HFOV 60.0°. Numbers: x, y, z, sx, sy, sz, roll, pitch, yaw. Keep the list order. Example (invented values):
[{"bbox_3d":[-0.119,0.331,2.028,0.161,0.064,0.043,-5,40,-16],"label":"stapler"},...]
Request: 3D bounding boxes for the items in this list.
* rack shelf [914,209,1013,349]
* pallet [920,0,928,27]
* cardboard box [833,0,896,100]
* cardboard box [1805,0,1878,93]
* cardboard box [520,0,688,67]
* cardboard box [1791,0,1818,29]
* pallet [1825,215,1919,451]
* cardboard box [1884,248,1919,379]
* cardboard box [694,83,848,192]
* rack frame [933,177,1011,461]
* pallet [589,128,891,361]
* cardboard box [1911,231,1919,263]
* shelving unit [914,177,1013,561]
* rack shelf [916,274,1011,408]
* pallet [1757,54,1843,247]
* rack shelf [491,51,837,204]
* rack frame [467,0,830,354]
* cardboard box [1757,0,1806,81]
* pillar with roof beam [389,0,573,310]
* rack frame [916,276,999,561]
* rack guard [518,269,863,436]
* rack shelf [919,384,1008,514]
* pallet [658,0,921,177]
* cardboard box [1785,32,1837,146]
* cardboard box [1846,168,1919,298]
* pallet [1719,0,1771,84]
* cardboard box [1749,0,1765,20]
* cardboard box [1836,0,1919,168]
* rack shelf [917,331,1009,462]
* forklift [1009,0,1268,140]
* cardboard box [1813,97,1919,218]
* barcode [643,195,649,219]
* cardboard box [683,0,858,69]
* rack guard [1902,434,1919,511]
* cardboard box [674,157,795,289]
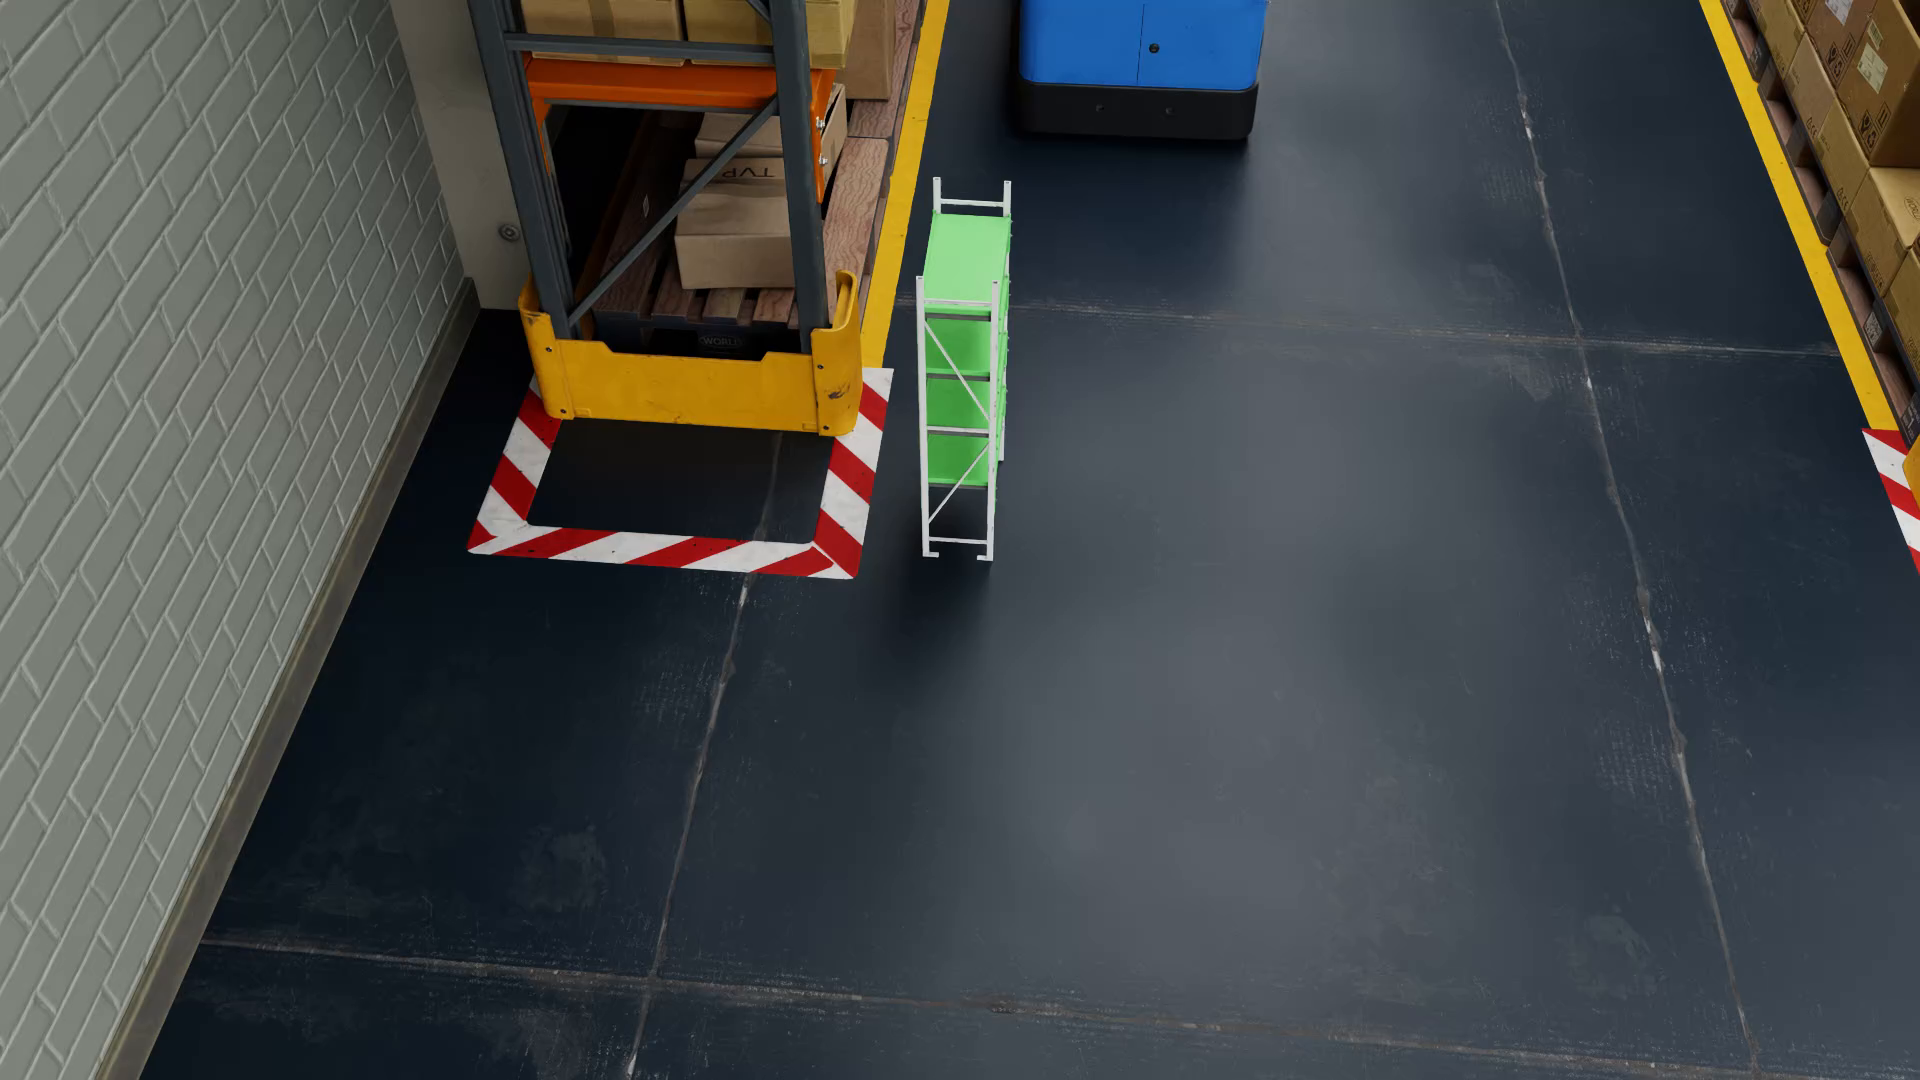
[{"bbox_3d":[0.015,-0.807,5.111,0.258,0.148,0.480,4,48,4],"label":"rack shelf"},{"bbox_3d":[-0.628,-3.001,8.352,1.003,0.211,1.213,4,48,4],"label":"pallet"},{"bbox_3d":[-0.645,-2.260,7.181,0.700,0.500,0.500,1,48,1],"label":"cardboard box"},{"bbox_3d":[3.843,-2.152,6.756,0.500,0.500,0.500,4,48,4],"label":"cardboard box"},{"bbox_3d":[-1.117,-1.811,5.462,0.500,0.250,0.500,4,48,4],"label":"cardboard box"},{"bbox_3d":[3.887,-2.520,7.093,0.500,0.500,0.500,4,48,4],"label":"cardboard box"},{"bbox_3d":[3.995,-0.792,6.331,1.003,0.211,1.213,4,48,4],"label":"pallet"},{"bbox_3d":[3.722,-0.796,6.024,0.500,0.250,0.500,4,48,4],"label":"cardboard box"},{"bbox_3d":[-0.762,-1.661,6.760,0.500,0.311,0.500,7,48,7],"label":"cardboard box"},{"bbox_3d":[0.037,-0.706,5.582,0.240,1.200,0.015,4,48,4],"label":"rack frame"},{"bbox_3d":[-0.850,-1.208,6.712,1.003,0.211,1.213,4,48,4],"label":"pallet"},{"bbox_3d":[3.720,-1.049,5.747,0.500,0.500,0.500,4,48,4],"label":"cardboard box"},{"bbox_3d":[0.015,-0.527,5.418,0.258,1.200,0.503,4,48,4],"label":"shelving unit"},{"bbox_3d":[0.015,-0.645,5.289,0.258,0.148,0.480,4,48,4],"label":"rack shelf"},{"bbox_3d":[4.109,-1.686,7.149,1.003,0.211,1.213,4,48,4],"label":"pallet"},{"bbox_3d":[-0.784,-2.725,6.698,1.077,0.370,4.000,4,48,4],"label":"rack shelf"},{"bbox_3d":[-0.966,-1.499,5.088,1.000,3.000,0.127,4,48,4],"label":"rack frame"},{"bbox_3d":[3.886,-2.267,7.369,0.500,0.250,0.500,4,48,4],"label":"cardboard box"},{"bbox_3d":[2.523,-3.806,3.133,9.100,9.000,0.400,4,48,4],"label":"pillar with roof beam"},{"bbox_3d":[-0.007,-0.347,5.255,0.240,1.200,0.015,4,48,4],"label":"rack frame"},{"bbox_3d":[-0.959,-0.711,6.061,1.175,0.500,0.348,4,48,4],"label":"rack guard"},{"bbox_3d":[0.015,-0.321,5.643,0.258,0.148,0.480,4,48,4],"label":"rack shelf"},{"bbox_3d":[-0.736,-2.102,7.529,1.003,0.211,1.213,4,48,4],"label":"pallet"},{"bbox_3d":[3.847,-1.899,7.033,0.500,0.250,0.500,4,48,4],"label":"cardboard box"},{"bbox_3d":[3.755,-1.164,6.361,0.500,0.250,0.500,4,48,4],"label":"cardboard box"},{"bbox_3d":[4.218,-2.585,7.971,1.003,0.211,1.213,4,48,4],"label":"pallet"},{"bbox_3d":[3.937,-2.634,7.705,0.500,0.250,0.500,4,48,4],"label":"cardboard box"},{"bbox_3d":[3.796,-1.785,6.420,0.500,0.500,0.500,4,48,4],"label":"cardboard box"},{"bbox_3d":[0.015,-0.483,5.466,0.258,0.148,0.480,4,48,4],"label":"rack shelf"},{"bbox_3d":[0.862,-3.819,7.256,1.130,2.935,3.031,3,48,3],"label":"forklift"},{"bbox_3d":[3.799,-1.532,6.697,0.500,0.250,0.500,4,48,4],"label":"cardboard box"},{"bbox_3d":[-1.210,-1.285,6.411,0.001,0.075,0.075,4,48,4],"label":"barcode"},{"bbox_3d":[-0.606,-1.792,5.444,0.500,0.250,0.500,3,48,2],"label":"cardboard box"},{"bbox_3d":[3.965,-0.307,5.692,1.175,0.500,0.348,4,48,4],"label":"rack guard"},{"bbox_3d":[-0.814,-1.242,6.377,0.500,0.311,0.500,-1,48,-1],"label":"cardboard box"}]
